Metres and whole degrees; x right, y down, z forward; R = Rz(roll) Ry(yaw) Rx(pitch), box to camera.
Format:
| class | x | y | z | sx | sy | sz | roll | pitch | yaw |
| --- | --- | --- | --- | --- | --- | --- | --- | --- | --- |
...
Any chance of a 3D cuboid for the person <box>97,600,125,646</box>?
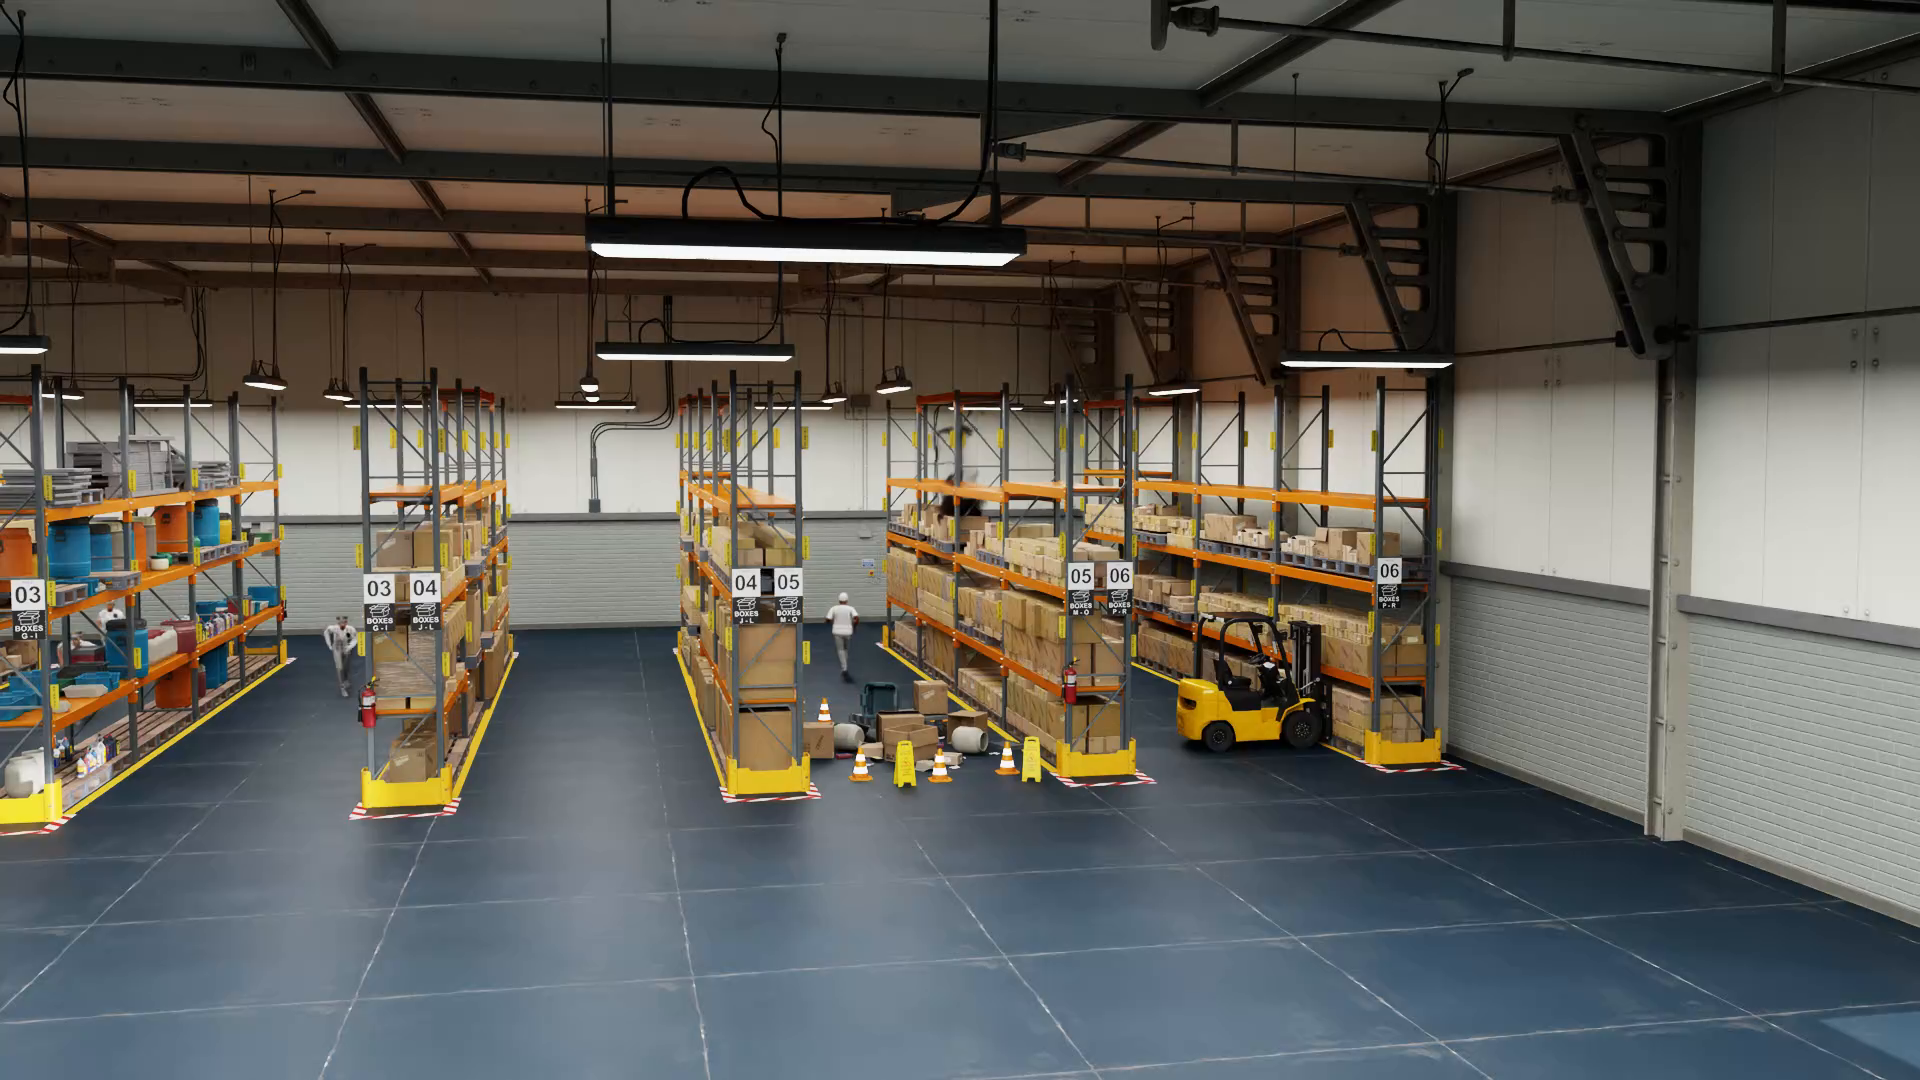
| class | x | y | z | sx | sy | sz | roll | pitch | yaw |
| --- | --- | --- | --- | --- | --- | --- | --- | --- | --- |
| person | -18.284 | 2.070 | 35.845 | 0.592 | 1.640 | 0.720 | -1 | 4 | -19 |

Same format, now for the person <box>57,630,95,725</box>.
| class | x | y | z | sx | sy | sz | roll | pitch | yaw |
| --- | --- | --- | --- | --- | --- | --- | --- | --- | --- |
| person | -15.735 | 2.429 | 29.745 | 0.705 | 1.718 | 1.017 | -1 | 4 | -15 |

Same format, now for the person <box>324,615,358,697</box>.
| class | x | y | z | sx | sy | sz | roll | pitch | yaw |
| --- | --- | --- | --- | --- | --- | --- | --- | --- | --- |
| person | -12.236 | 2.269 | 32.955 | 0.656 | 1.627 | 0.980 | -1 | 4 | -17 |

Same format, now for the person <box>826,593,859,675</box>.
| class | x | y | z | sx | sy | sz | roll | pitch | yaw |
| --- | --- | --- | --- | --- | --- | --- | --- | --- | --- |
| person | -2.506 | 2.019 | 35.227 | 0.675 | 1.796 | 0.907 | -1 | 3 | -12 |
